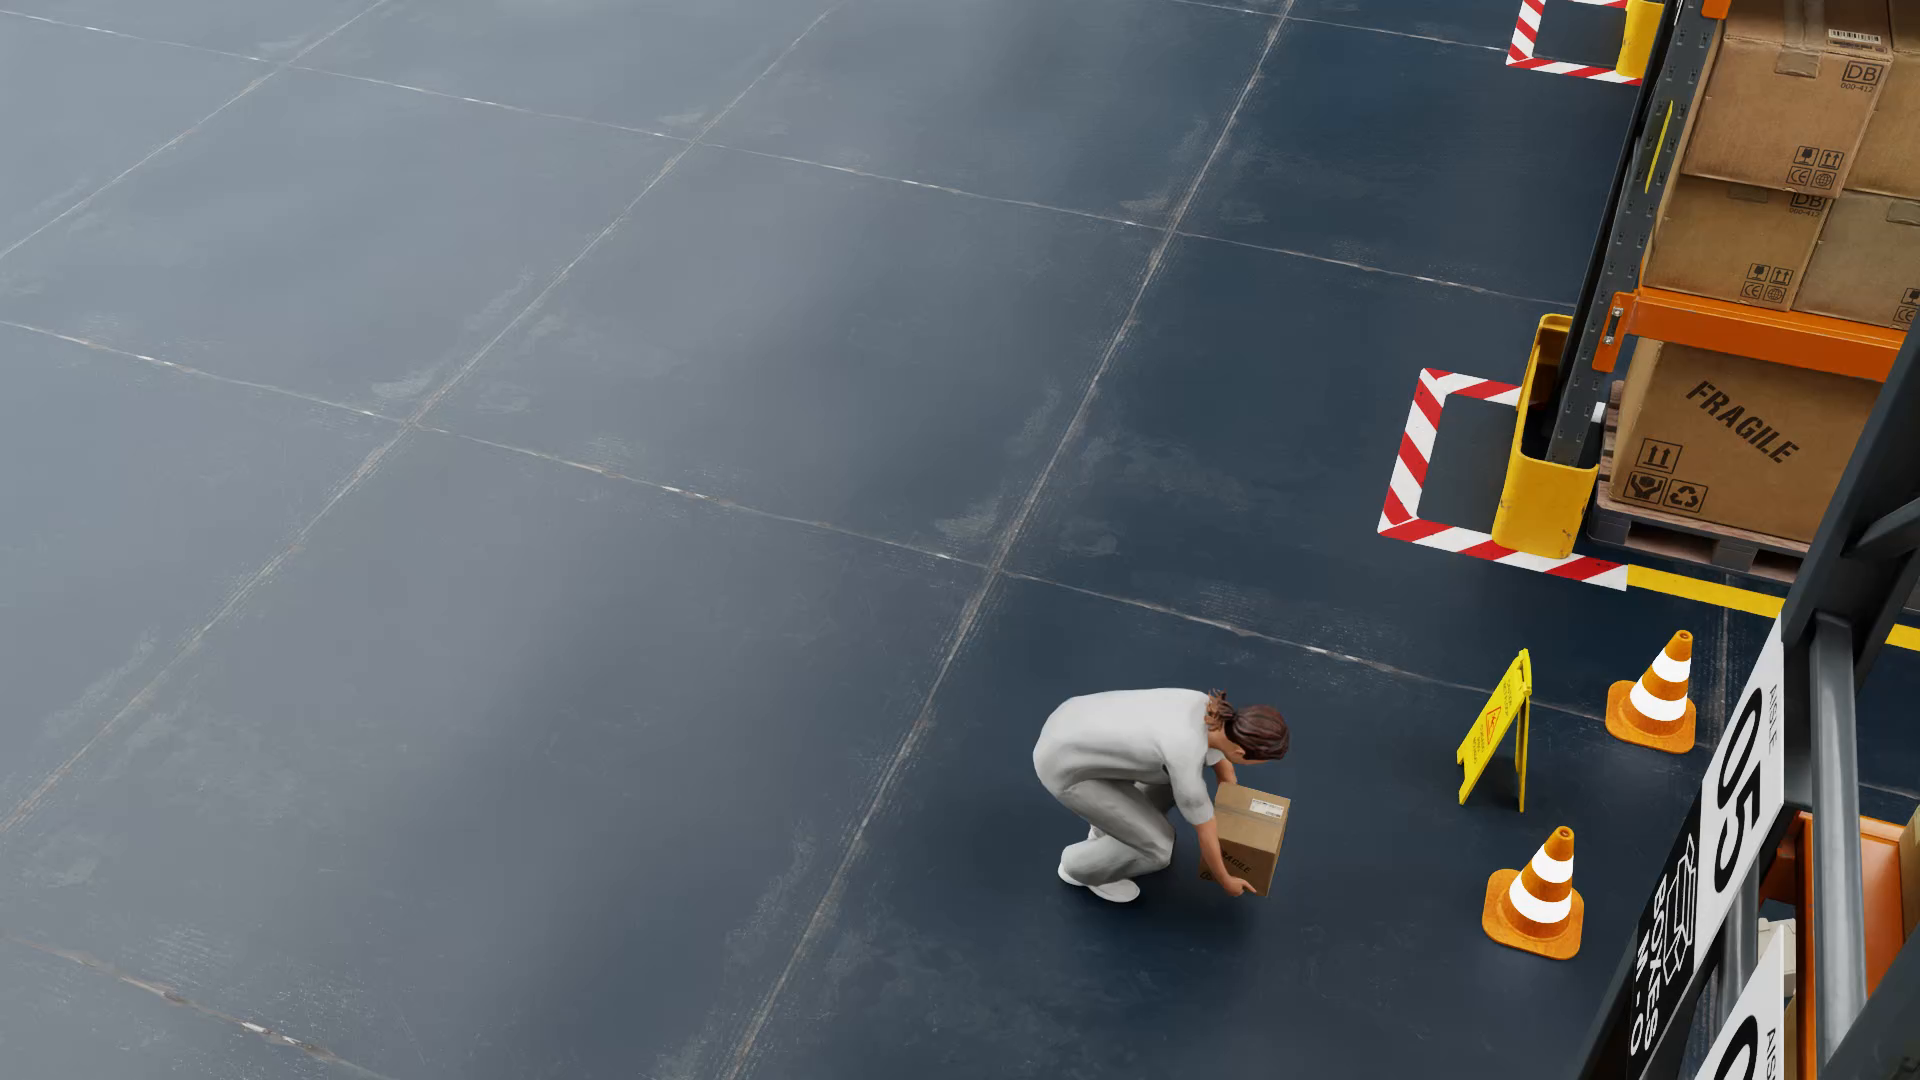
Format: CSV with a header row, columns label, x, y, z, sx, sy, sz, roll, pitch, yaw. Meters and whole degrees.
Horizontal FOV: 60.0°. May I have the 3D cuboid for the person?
label,x,y,z,sx,sy,sz,roll,pitch,yaw
person,0.673,0.863,5.754,0.838,0.929,0.455,12,43,14
